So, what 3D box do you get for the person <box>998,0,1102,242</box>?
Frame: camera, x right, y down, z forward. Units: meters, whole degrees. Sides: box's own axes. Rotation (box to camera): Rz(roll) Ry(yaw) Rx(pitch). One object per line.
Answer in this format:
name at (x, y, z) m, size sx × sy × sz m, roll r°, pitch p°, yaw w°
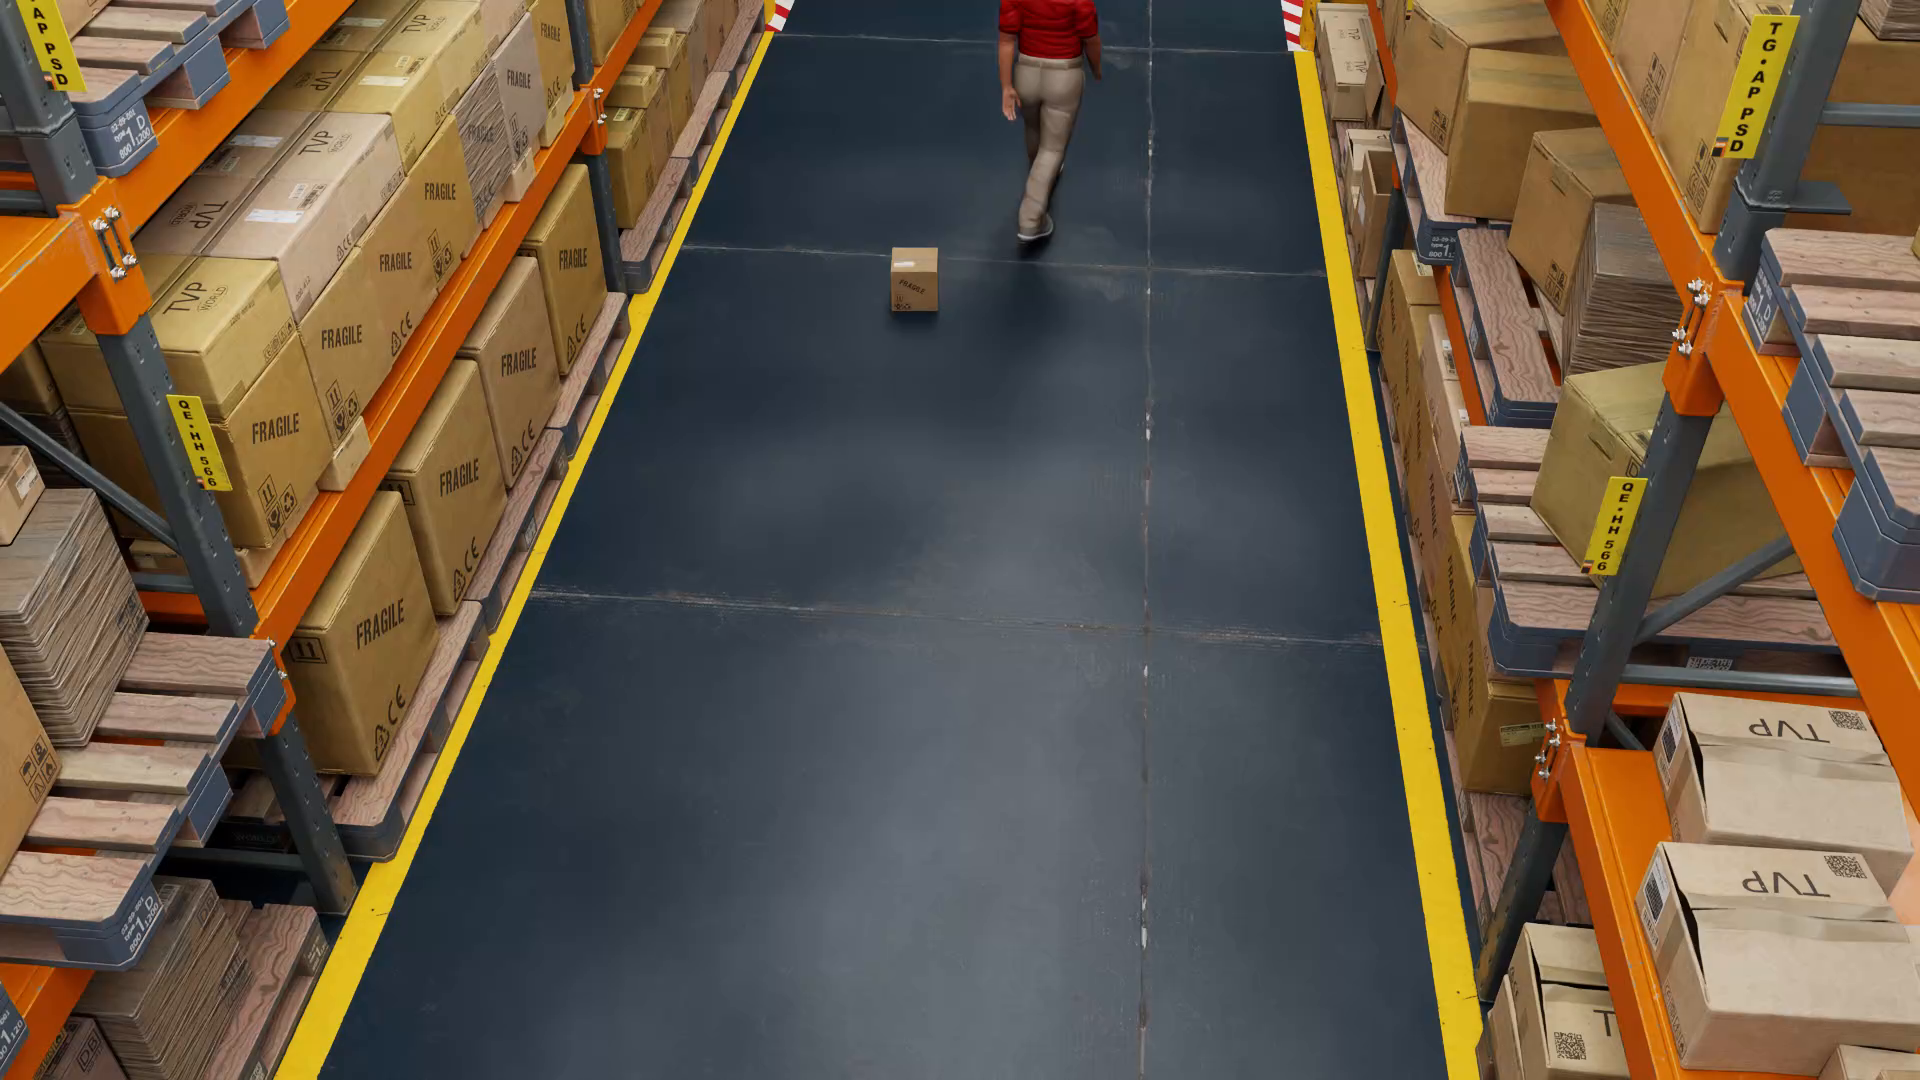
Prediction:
person at (0.512, -2.586, 9.279) m, size 0.529 × 1.668 × 1.060 m, roll 15°, pitch 42°, yaw 17°
